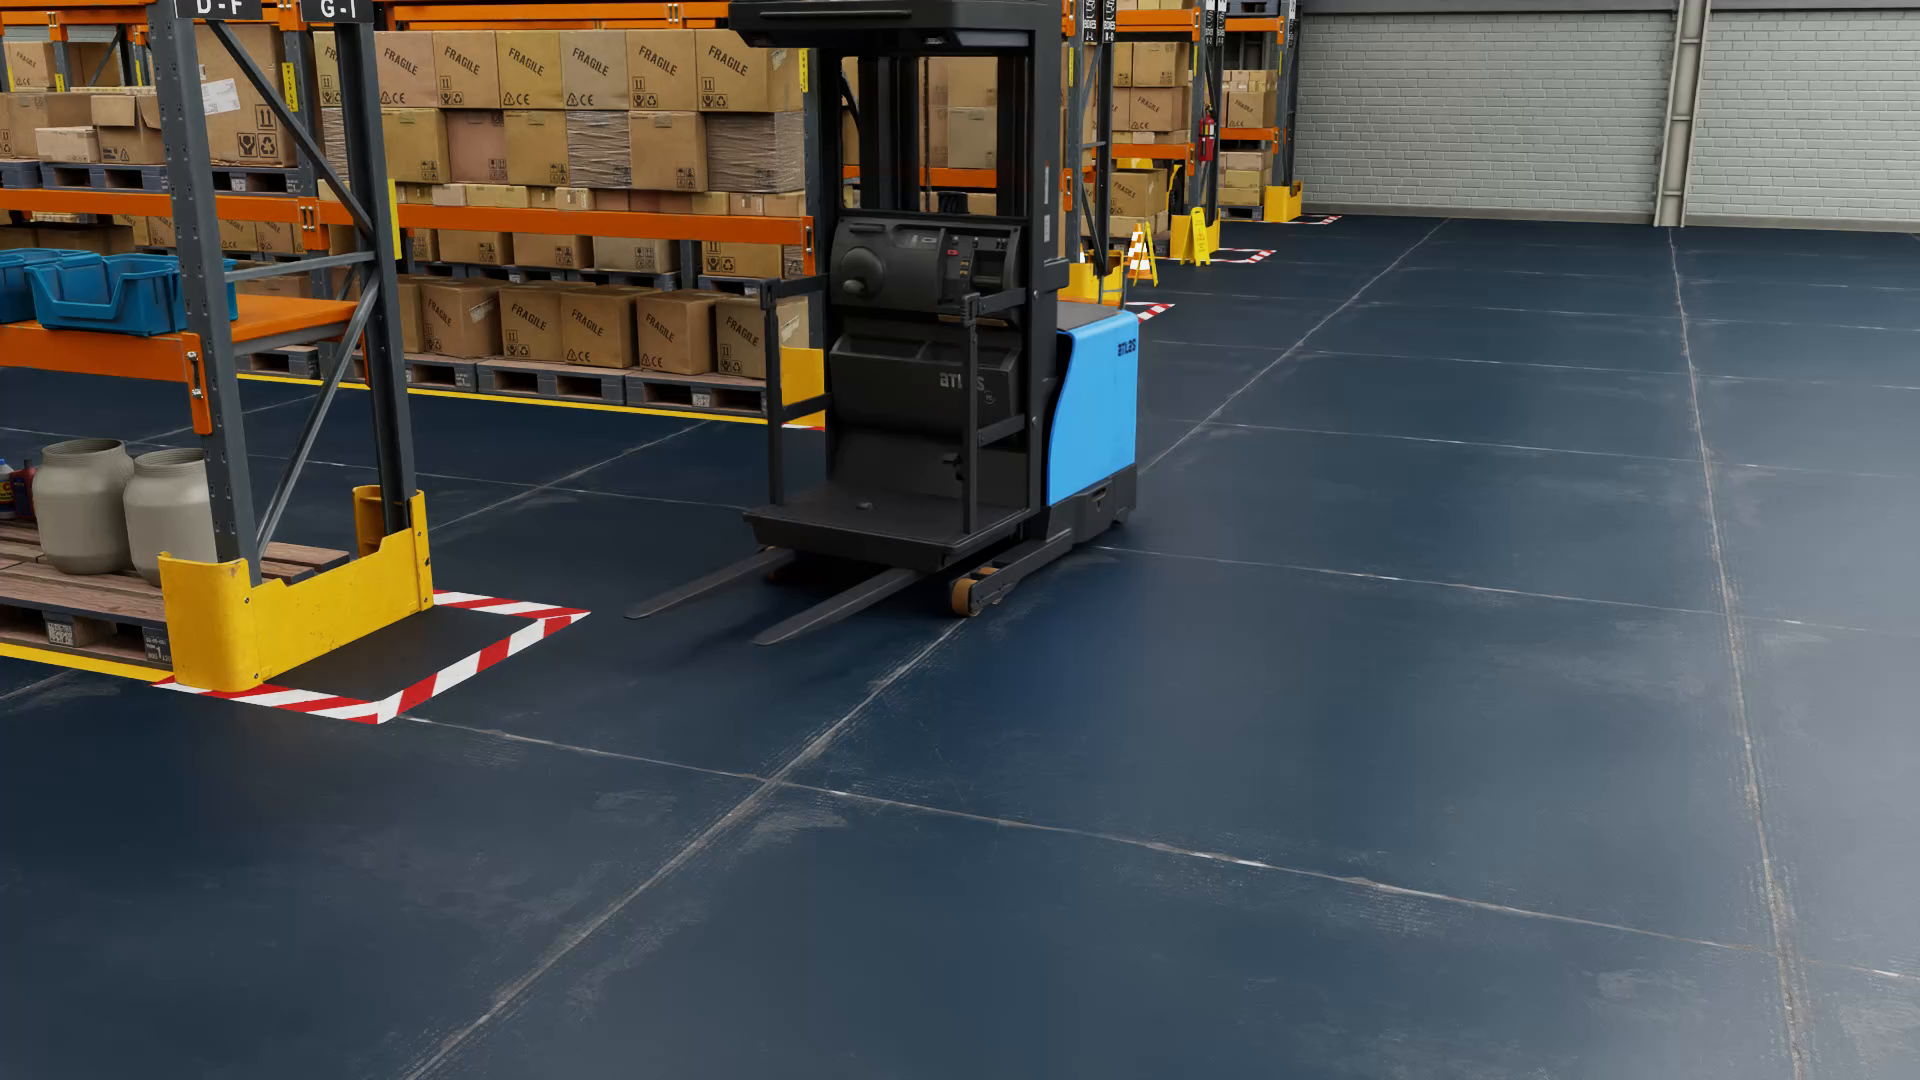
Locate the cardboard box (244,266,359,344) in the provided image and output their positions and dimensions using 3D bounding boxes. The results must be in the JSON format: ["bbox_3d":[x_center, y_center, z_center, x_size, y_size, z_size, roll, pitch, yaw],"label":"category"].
[{"bbox_3d":[-5.013,-1.811,12.726,0.500,0.500,0.700,5,17,16],"label":"cardboard box"}]

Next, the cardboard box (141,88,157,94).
[{"bbox_3d":[-8.812,-4.927,18.396,0.250,0.149,0.380,6,17,20],"label":"cardboard box"}]

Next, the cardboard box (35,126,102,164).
[{"bbox_3d":[-6.696,-3.040,12.779,0.500,0.250,0.500,6,17,19],"label":"cardboard box"}]

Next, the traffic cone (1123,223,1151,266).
[{"bbox_3d":[2.034,-3.384,19.000,0.334,0.463,0.336,6,17,21],"label":"traffic cone"}]

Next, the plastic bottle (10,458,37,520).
[{"bbox_3d":[-4.322,-0.239,7.700,0.133,0.283,0.061,7,17,22],"label":"plastic bottle"}]

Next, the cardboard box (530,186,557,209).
[{"bbox_3d":[-2.711,-2.347,11.330,0.250,0.149,0.380,6,17,21],"label":"cardboard box"}]

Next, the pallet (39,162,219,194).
[{"bbox_3d":[-6.314,-2.857,12.979,1.213,0.211,1.003,6,17,21],"label":"pallet"}]

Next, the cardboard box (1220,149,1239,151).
[{"bbox_3d":[3.881,-5.690,24.780,0.500,0.250,0.500,6,17,21],"label":"cardboard box"}]

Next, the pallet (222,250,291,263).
[{"bbox_3d":[-8.114,-3.283,19.105,1.213,0.211,1.003,6,17,21],"label":"pallet"}]

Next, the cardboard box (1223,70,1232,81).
[{"bbox_3d":[3.820,-6.702,24.002,0.250,0.149,0.380,7,17,22],"label":"cardboard box"}]

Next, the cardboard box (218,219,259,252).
[{"bbox_3d":[-7.945,-3.522,18.655,0.500,0.500,0.500,5,17,18],"label":"cardboard box"}]

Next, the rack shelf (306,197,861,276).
[{"bbox_3d":[-2.589,-2.182,11.599,4.000,0.370,1.077,6,17,21],"label":"rack shelf"}]

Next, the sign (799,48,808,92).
[{"bbox_3d":[-0.951,-2.889,10.100,0.005,0.325,0.100,6,17,21],"label":"sign"}]

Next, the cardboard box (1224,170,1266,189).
[{"bbox_3d":[4.158,-5.271,24.230,0.500,0.250,0.500,6,17,20],"label":"cardboard box"}]

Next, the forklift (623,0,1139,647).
[{"bbox_3d":[-0.261,-1.224,7.132,1.130,2.935,3.031,9,18,28],"label":"forklift"}]

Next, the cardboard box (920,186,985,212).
[{"bbox_3d":[-0.289,-2.922,15.915,0.875,0.875,0.875,6,17,20],"label":"cardboard box"}]

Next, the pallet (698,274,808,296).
[{"bbox_3d":[-1.857,-2.571,16.650,1.213,0.211,1.003,6,17,21],"label":"pallet"}]

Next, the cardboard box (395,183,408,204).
[{"bbox_3d":[-3.890,-2.464,11.731,0.250,0.149,0.380,6,17,21],"label":"cardboard box"}]

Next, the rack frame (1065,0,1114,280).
[{"bbox_3d":[1.185,-3.599,15.189,0.127,3.000,1.000,6,17,21],"label":"rack frame"}]

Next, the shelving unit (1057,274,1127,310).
[{"bbox_3d":[0.573,-0.822,8.827,0.503,1.200,0.258,12,17,36],"label":"shelving unit"}]

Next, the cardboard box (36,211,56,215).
[{"bbox_3d":[-10.657,-3.929,19.621,0.250,0.149,0.380,7,17,21],"label":"cardboard box"}]

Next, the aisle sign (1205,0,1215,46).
[{"bbox_3d":[2.859,-6.060,19.004,0.004,0.787,0.394,6,17,21],"label":"aisle sign"}]

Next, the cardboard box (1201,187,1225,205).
[{"bbox_3d":[3.713,-5.081,24.475,0.500,0.250,0.500,6,17,21],"label":"cardboard box"}]

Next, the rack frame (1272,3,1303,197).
[{"bbox_3d":[4.725,-6.181,24.083,0.127,3.000,1.000,6,17,21],"label":"rack frame"}]

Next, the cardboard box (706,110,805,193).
[{"bbox_3d":[-1.230,-2.577,10.957,0.500,0.500,0.875,6,17,21],"label":"cardboard box"}]

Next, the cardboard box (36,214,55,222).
[{"bbox_3d":[-10.644,-3.776,19.626,0.250,0.149,0.380,5,17,18],"label":"cardboard box"}]

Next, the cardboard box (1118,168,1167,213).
[{"bbox_3d":[2.236,-4.291,20.407,0.500,0.500,0.500,6,17,19],"label":"cardboard box"}]

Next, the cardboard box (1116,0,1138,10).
[{"bbox_3d":[1.994,-6.230,19.322,0.250,0.149,0.380,7,18,22],"label":"cardboard box"}]

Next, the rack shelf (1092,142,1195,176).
[{"bbox_3d":[1.047,-4.752,20.452,4.000,0.370,1.077,6,17,21],"label":"rack shelf"}]

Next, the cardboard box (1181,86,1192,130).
[{"bbox_3d":[2.568,-5.204,20.006,0.500,0.500,0.500,6,17,20],"label":"cardboard box"}]

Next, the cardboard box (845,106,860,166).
[{"bbox_3d":[-0.679,-3.881,15.892,0.500,0.550,0.875,6,17,21],"label":"cardboard box"}]

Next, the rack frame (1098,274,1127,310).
[{"bbox_3d":[0.766,-0.780,8.683,0.015,1.200,0.240,12,17,36],"label":"rack frame"}]

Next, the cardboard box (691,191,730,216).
[{"bbox_3d":[-1.553,-2.216,10.876,0.250,0.149,0.380,6,17,21],"label":"cardboard box"}]

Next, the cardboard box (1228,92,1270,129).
[{"bbox_3d":[4.171,-6.211,24.008,0.500,0.500,0.500,6,17,19],"label":"cardboard box"}]

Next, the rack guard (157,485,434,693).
[{"bbox_3d":[-2.634,0.167,6.702,0.348,0.500,1.175,6,17,21],"label":"rack guard"}]

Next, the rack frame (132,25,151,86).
[{"bbox_3d":[-11.977,-6.530,25.285,0.127,3.000,1.000,6,17,21],"label":"rack frame"}]

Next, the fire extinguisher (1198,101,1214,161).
[{"bbox_3d":[2.845,-4.724,19.206,0.183,0.674,0.296,6,17,21],"label":"fire extinguisher"}]

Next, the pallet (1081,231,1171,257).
[{"bbox_3d":[2.094,-3.654,20.381,1.213,0.211,1.003,6,17,21],"label":"pallet"}]

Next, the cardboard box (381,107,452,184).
[{"bbox_3d":[-3.602,-2.800,11.726,0.500,0.500,0.875,6,17,21],"label":"cardboard box"}]

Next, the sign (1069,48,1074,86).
[{"bbox_3d":[0.973,-4.129,14.515,0.005,0.325,0.100,6,17,21],"label":"sign"}]

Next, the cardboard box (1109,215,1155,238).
[{"bbox_3d":[2.034,-3.789,20.025,0.500,0.250,0.500,6,17,20],"label":"cardboard box"}]

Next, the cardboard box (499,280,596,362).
[{"bbox_3d":[-2.950,-1.582,11.973,0.500,0.500,0.500,5,17,16],"label":"cardboard box"}]

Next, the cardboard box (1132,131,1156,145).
[{"bbox_3d":[2.205,-4.752,19.613,0.250,0.149,0.380,6,17,20],"label":"cardboard box"}]

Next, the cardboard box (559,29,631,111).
[{"bbox_3d":[-2.263,-3.087,10.922,0.500,0.500,0.500,6,17,21],"label":"cardboard box"}]

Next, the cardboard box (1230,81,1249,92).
[{"bbox_3d":[4.051,-6.521,23.914,0.250,0.149,0.380,7,17,22],"label":"cardboard box"}]

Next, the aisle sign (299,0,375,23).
[{"bbox_3d":[-2.372,-2.355,6.243,0.004,0.787,0.394,6,17,21],"label":"aisle sign"}]

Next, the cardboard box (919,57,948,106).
[{"bbox_3d":[-0.162,-4.362,15.613,0.550,0.550,0.875,6,17,21],"label":"cardboard box"}]

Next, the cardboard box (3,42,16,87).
[{"bbox_3d":[-10.997,-5.527,19.324,0.500,0.500,0.500,6,17,19],"label":"cardboard box"}]

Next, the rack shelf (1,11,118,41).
[{"bbox_3d":[-11.838,-6.126,19.805,4.000,0.370,1.077,6,17,21],"label":"rack shelf"}]

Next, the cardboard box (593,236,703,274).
[{"bbox_3d":[-3.146,-3.169,16.992,0.750,0.750,1.050,6,17,20],"label":"cardboard box"}]
